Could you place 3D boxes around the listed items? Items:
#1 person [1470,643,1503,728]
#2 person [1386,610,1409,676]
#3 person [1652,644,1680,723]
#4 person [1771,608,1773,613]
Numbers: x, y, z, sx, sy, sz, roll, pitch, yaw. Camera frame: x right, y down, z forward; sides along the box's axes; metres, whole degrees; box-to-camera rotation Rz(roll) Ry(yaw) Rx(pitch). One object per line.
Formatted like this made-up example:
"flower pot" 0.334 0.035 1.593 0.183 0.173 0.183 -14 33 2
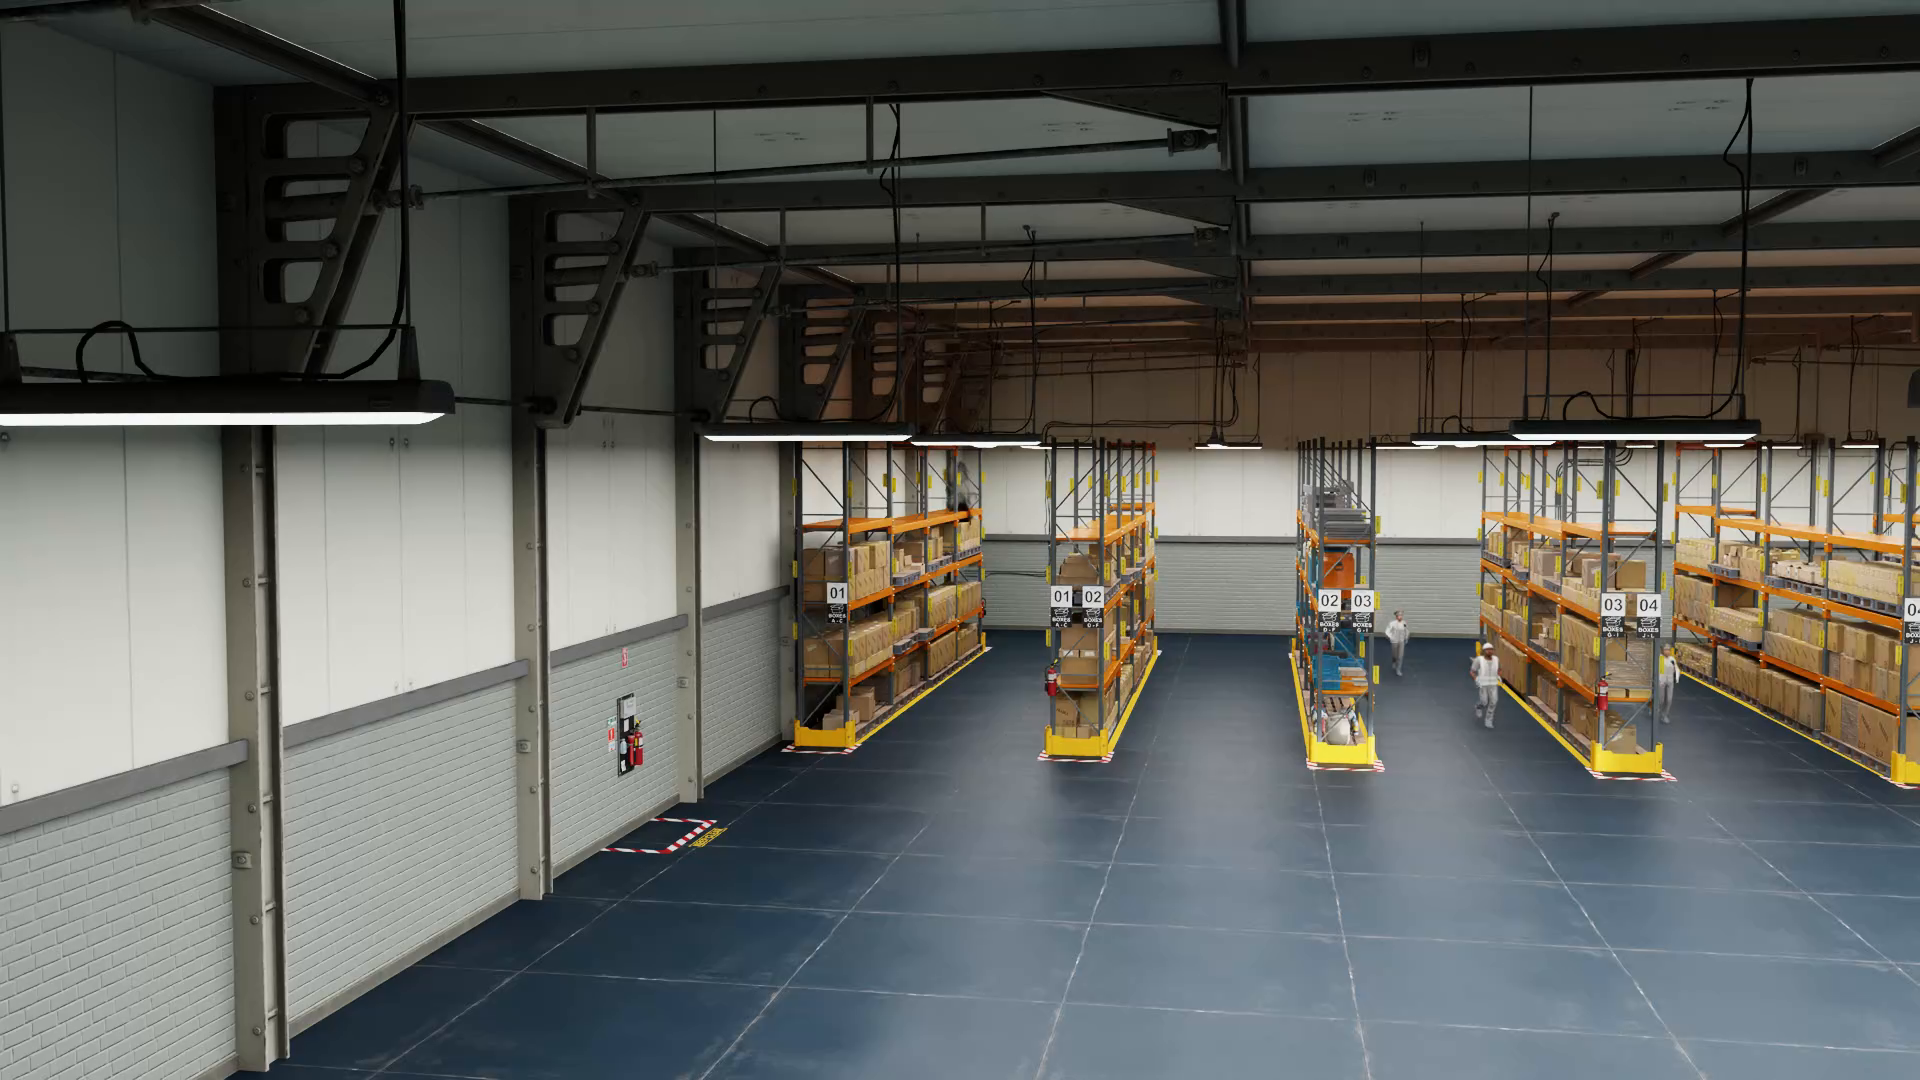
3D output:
"person" 10.999 3.020 34.680 0.682 1.745 0.704 0 3 0
"person" 11.273 2.635 42.836 0.615 1.684 0.637 0 3 -2
"person" 14.996 3.029 35.396 0.643 1.672 0.578 0 3 1
"person" 21.140 2.612 43.180 0.553 1.709 0.795 0 3 1
